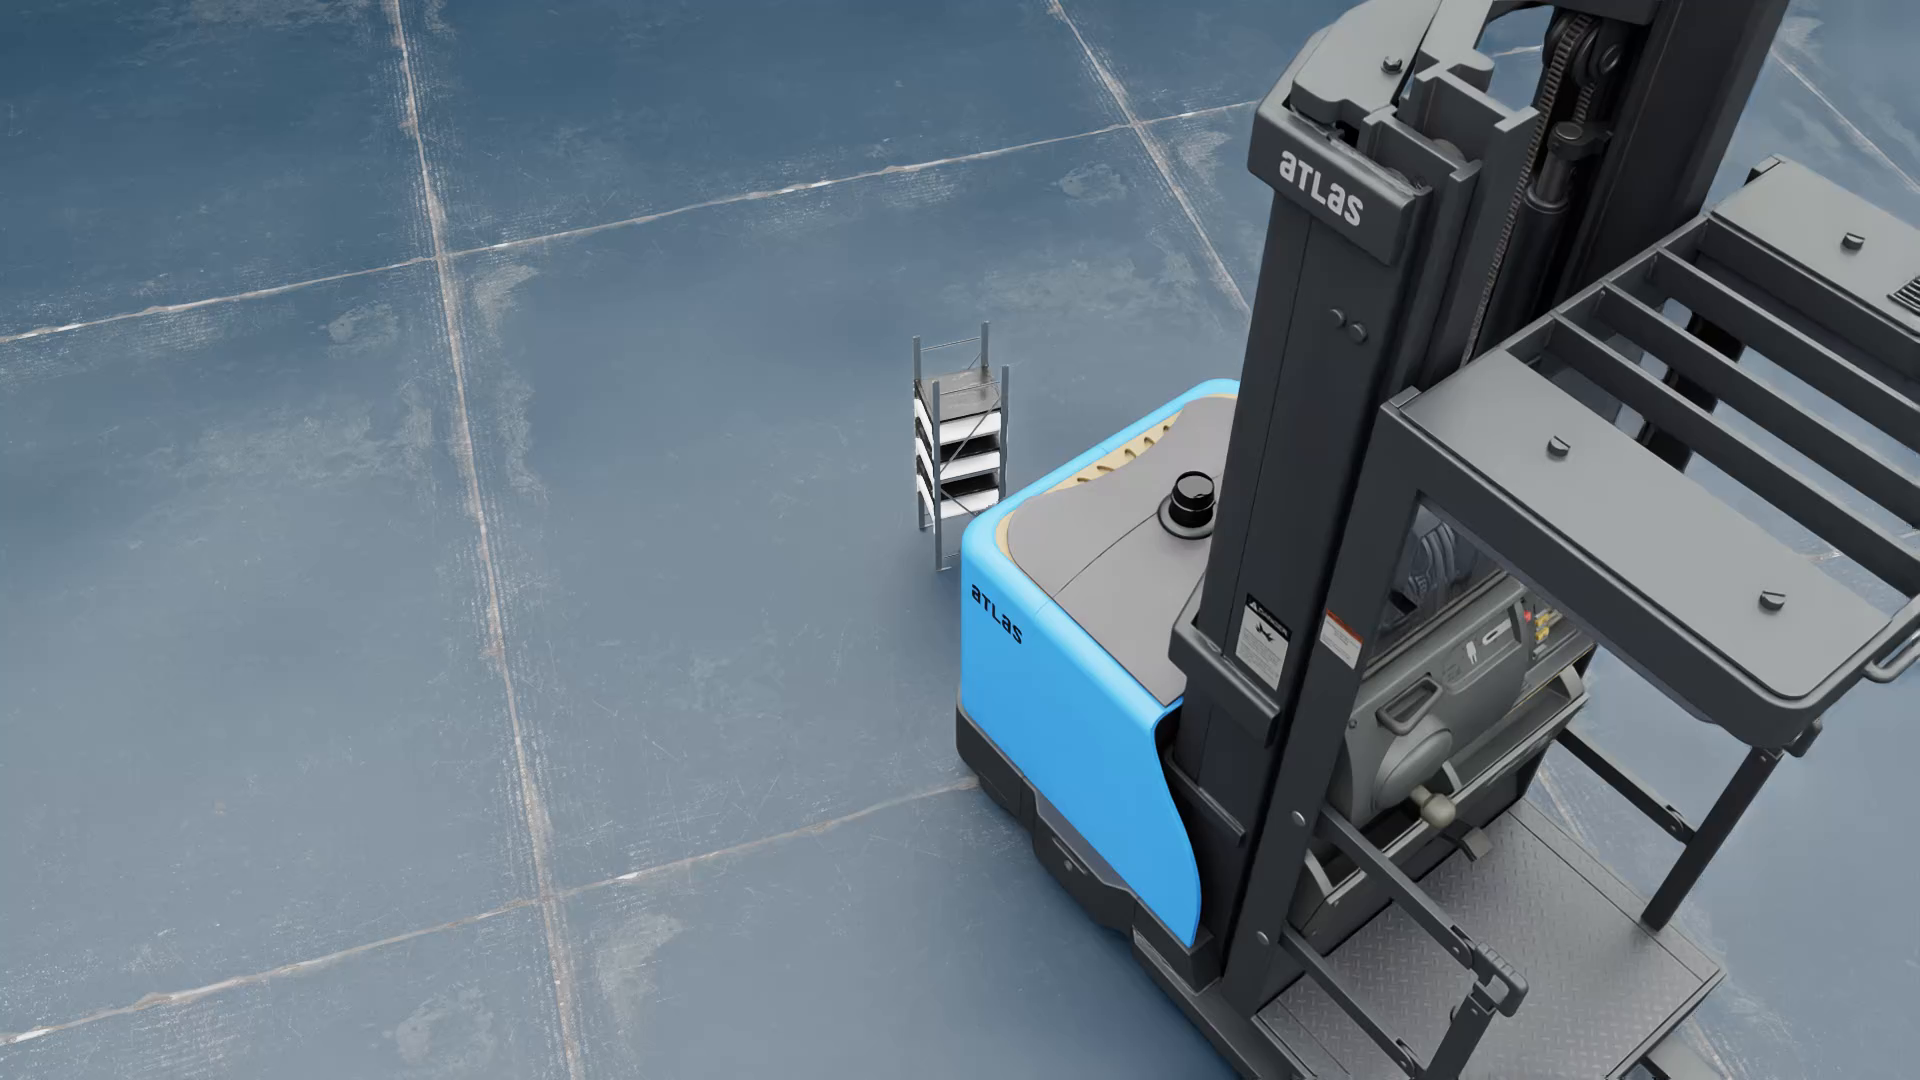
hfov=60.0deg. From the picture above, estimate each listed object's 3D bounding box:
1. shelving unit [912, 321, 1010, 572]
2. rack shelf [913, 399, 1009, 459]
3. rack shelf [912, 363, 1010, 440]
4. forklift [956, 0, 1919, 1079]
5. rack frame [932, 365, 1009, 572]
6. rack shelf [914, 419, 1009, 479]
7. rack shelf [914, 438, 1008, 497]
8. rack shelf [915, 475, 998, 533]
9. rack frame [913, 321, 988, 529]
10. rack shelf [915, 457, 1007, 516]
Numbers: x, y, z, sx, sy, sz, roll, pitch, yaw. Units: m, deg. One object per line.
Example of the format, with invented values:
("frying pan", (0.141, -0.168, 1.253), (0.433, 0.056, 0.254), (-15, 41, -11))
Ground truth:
("shelving unit", (0.002, -0.284, 5.401), (0.258, 0.900, 0.210), (-13, 51, -11))
("rack shelf", (0.002, -0.379, 5.289), (0.258, 0.077, 0.200), (-13, 51, -11))
("rack shelf", (0.002, -0.437, 5.220), (0.258, 0.077, 0.200), (-13, 51, -11))
("forklift", (1.291, 0.375, 3.517), (1.130, 2.935, 3.031), (-31, 56, -23))
("rack frame", (0.032, -0.210, 5.338), (0.240, 0.900, 0.006), (-13, 51, -11))
("rack shelf", (0.002, -0.321, 5.358), (0.258, 0.077, 0.200), (-13, 51, -11))
("rack shelf", (0.002, -0.263, 5.426), (0.258, 0.077, 0.200), (-13, 51, -11))
("rack shelf", (0.002, -0.147, 5.564), (0.258, 0.077, 0.200), (-13, 51, -11))
("rack frame", (-0.028, -0.358, 5.464), (0.240, 0.900, 0.006), (-13, 51, -11))
("rack shelf", (0.002, -0.205, 5.495), (0.258, 0.077, 0.200), (-13, 51, -11))
